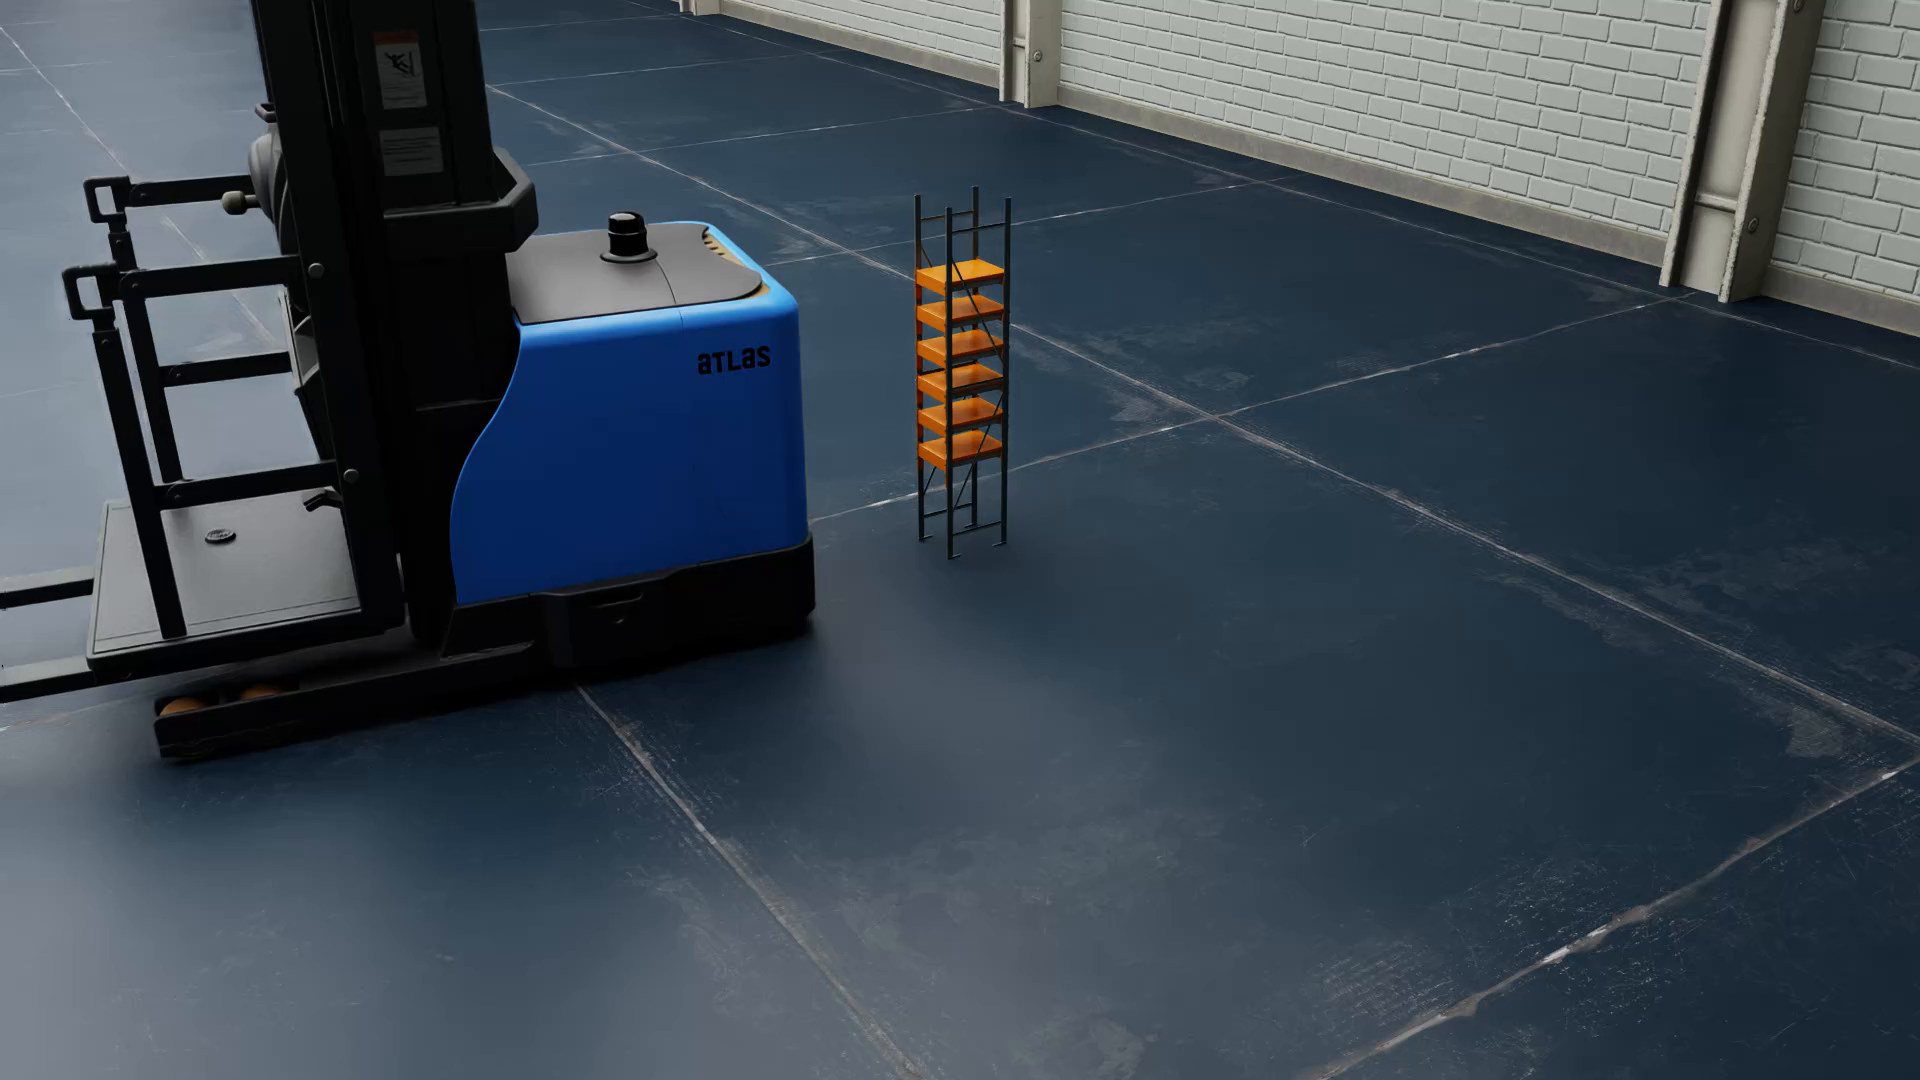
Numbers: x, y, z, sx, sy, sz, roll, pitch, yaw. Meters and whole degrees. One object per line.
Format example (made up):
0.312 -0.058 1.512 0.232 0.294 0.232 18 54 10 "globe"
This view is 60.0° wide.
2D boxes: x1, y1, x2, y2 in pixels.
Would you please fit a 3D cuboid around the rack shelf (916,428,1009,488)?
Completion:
0.008 -0.280 5.604 0.258 0.103 0.180 -16 29 -30 "rack shelf"

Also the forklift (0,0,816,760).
-2.014 -0.987 4.408 3.031 2.935 1.130 -10 27 -21 "forklift"

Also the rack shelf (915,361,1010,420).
0.008 -0.497 5.502 0.258 0.103 0.180 -16 29 -30 "rack shelf"

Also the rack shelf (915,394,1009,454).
0.008 -0.389 5.553 0.258 0.103 0.180 -16 29 -30 "rack shelf"

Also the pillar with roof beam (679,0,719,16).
-6.339 -8.636 13.503 9.100 9.000 0.400 -16 29 -30 "pillar with roof beam"

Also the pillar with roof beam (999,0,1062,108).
-3.063 -6.490 8.957 9.100 9.000 0.400 -16 29 -30 "pillar with roof beam"

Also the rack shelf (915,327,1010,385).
0.008 -0.606 5.451 0.258 0.103 0.180 -16 29 -30 "rack shelf"

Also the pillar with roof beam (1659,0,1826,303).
0.212 -4.344 4.411 9.100 9.000 0.400 -16 29 -30 "pillar with roof beam"

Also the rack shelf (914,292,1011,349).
0.008 -0.714 5.399 0.258 0.103 0.180 -16 29 -30 "rack shelf"

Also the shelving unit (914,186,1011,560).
0.008 -0.537 5.483 0.258 1.200 0.189 -16 29 -30 "shelving unit"

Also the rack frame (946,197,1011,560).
0.058 -0.505 5.414 0.240 1.200 0.006 -16 29 -30 "rack frame"

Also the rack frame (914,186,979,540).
-0.042 -0.570 5.552 0.240 1.200 0.006 -16 29 -30 "rack frame"

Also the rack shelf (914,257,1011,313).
0.008 -0.823 5.348 0.258 0.103 0.180 -16 29 -30 "rack shelf"
